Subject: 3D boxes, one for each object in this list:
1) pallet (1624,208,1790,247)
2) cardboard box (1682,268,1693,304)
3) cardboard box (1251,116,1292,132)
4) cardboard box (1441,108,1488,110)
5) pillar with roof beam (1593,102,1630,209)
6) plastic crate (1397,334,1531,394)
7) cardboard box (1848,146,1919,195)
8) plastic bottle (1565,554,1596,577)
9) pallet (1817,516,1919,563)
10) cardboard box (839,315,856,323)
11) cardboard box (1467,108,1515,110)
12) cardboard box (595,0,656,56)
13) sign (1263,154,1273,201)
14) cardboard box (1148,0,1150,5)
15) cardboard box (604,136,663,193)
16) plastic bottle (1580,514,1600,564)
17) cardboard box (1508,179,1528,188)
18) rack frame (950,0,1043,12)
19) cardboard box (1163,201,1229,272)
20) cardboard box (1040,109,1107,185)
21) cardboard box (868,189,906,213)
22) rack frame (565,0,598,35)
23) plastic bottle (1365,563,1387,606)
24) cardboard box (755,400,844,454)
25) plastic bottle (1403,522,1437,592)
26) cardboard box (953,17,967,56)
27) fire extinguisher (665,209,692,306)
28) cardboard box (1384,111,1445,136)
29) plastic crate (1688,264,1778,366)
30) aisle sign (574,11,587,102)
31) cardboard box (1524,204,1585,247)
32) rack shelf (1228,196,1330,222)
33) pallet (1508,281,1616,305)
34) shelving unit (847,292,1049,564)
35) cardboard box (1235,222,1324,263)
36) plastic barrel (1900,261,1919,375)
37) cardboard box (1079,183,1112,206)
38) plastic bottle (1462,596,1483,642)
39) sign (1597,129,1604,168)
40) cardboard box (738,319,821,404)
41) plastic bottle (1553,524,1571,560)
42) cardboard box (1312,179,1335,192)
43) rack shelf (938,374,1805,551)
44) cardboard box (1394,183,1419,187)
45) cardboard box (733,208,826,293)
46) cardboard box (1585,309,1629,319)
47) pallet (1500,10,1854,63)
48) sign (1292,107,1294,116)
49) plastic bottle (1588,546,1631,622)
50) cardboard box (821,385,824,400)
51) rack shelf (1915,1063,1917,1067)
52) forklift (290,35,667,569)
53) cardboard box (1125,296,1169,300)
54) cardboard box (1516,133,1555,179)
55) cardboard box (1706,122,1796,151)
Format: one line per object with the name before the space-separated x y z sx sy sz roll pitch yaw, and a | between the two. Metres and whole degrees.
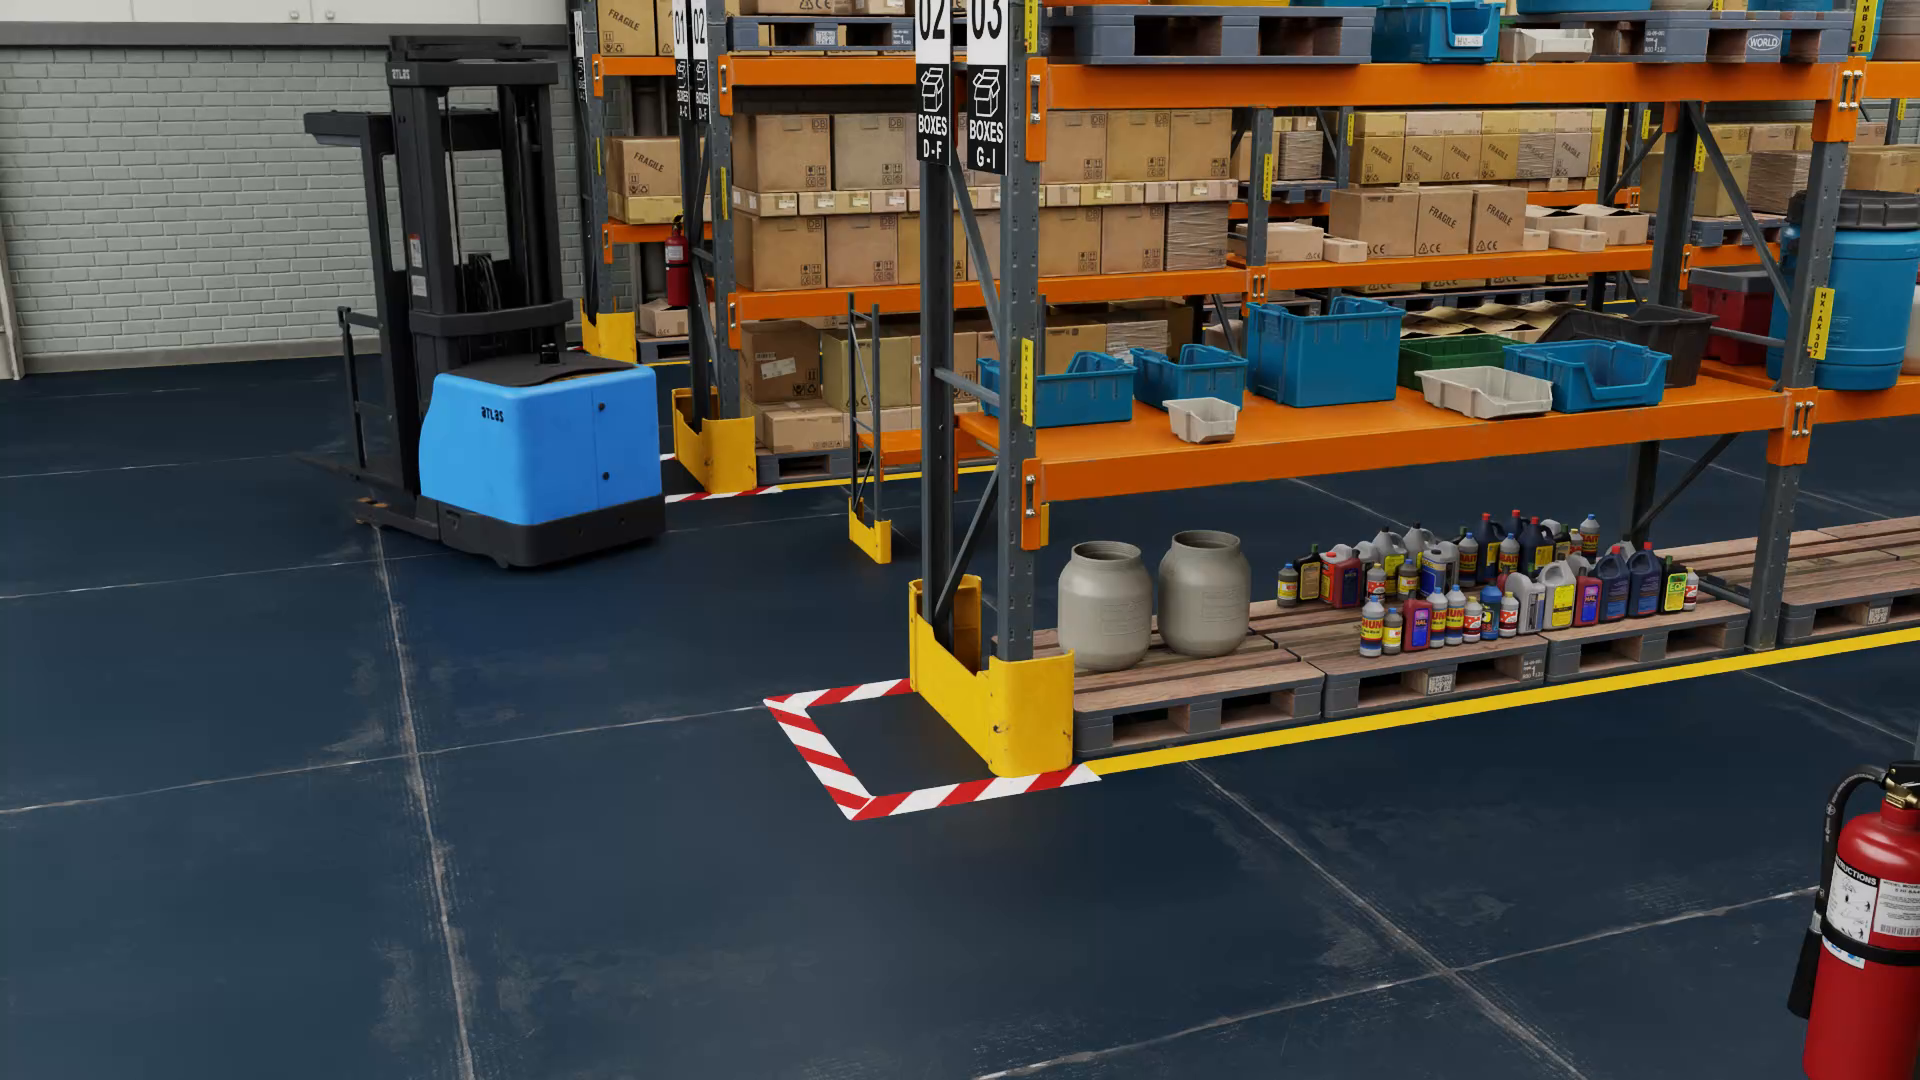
pallet | 6.371 -2.718 14.370 1.003 0.211 1.213 -6 17 -20
cardboard box | 6.604 -2.258 14.787 0.500 0.250 0.500 -5 17 -18
cardboard box | 3.381 -4.517 18.048 0.250 0.149 0.380 -9 19 -29
cardboard box | 5.759 -4.854 19.232 0.500 0.250 0.500 -7 18 -21
pillar with roof beam | 9.607 -6.473 16.171 0.400 9.000 9.100 -6 17 -20
plastic crate | 2.429 -0.852 8.052 0.662 0.188 0.450 -6 17 -20
cardboard box | 8.357 -3.301 15.093 0.500 0.500 0.700 -3 17 -11
plastic bottle | 3.043 0.203 8.136 0.135 0.276 0.152 -6 17 -20
pallet | 5.658 0.108 9.355 1.213 0.211 1.003 -6 17 -20
cardboard box | -1.248 -2.310 16.920 0.250 0.149 0.380 -8 18 -25
cardboard box | 6.247 -4.905 19.407 0.500 0.250 0.500 -7 18 -22
cardboard box | -3.081 -4.684 15.189 0.500 0.500 0.500 -6 17 -19
sign | 2.228 -2.627 12.045 0.005 0.325 0.100 -6 17 -20
cardboard box | 1.464 -4.094 12.222 0.500 0.500 0.500 -5 17 -16
cardboard box | -3.119 -3.620 16.003 0.500 0.500 0.500 -6 18 -21
plastic bottle | 3.343 -0.001 8.841 0.097 0.271 0.097 0 16 0
cardboard box | 6.306 -4.093 19.124 0.250 0.149 0.380 -7 18 -22
rack frame | 0.062 -3.491 6.017 0.127 3.000 1.000 -6 17 -20
cardboard box | 1.616 -2.321 12.502 0.500 0.500 0.700 -7 18 -22
cardboard box | 0.677 -2.842 11.974 0.500 0.500 0.700 -6 17 -20
cardboard box | -0.548 -2.336 11.400 0.250 0.149 0.380 -6 18 -21
rack frame | -3.483 -6.098 14.893 0.127 3.000 1.000 -6 17 -20
plastic bottle | 2.057 0.217 8.222 0.097 0.201 0.097 0 16 0
cardboard box | -1.127 -0.794 11.614 0.500 0.250 0.500 -6 17 -20
plastic bottle | 2.322 0.078 8.430 0.185 0.351 0.144 -6 18 -21
cardboard box | -0.133 -5.003 16.276 0.500 0.500 0.500 -6 17 -19
fire extinguisher | -1.983 -1.990 11.688 0.183 0.674 0.296 -6 17 -20
cardboard box | 5.005 -4.619 18.430 0.500 0.250 0.500 -6 18 -21
plastic crate | 4.140 -1.176 8.667 0.583 0.464 0.402 -6 17 -20
aisle sign | -3.443 -4.381 15.078 0.004 0.787 0.394 -6 17 -20
cardboard box | 4.859 -2.641 13.927 0.500 0.311 0.500 -6 18 -21
rack shelf | 2.120 -3.479 17.900 4.000 0.370 1.077 -6 17 -20
pallet | 7.029 -2.994 19.919 1.213 0.211 1.003 -6 17 -20
shelving unit | -0.071 -0.712 9.861 1.083 1.500 0.587 -6 17 -20
cardboard box | 2.472 -2.309 12.904 0.500 0.250 0.500 -5 17 -17
plastic barrel | 4.769 -1.120 8.348 0.433 0.535 0.433 0 16 0
cardboard box | 0.900 -2.493 11.936 0.250 0.149 0.380 -6 17 -20
plastic bottle | 2.373 0.363 7.724 0.097 0.201 0.097 0 16 0
sign | 5.560 -3.383 14.379 0.005 0.325 0.100 -6 17 -20
cardboard box | -1.313 -1.291 11.975 0.500 0.500 0.500 -6 17 -20
plastic bottle | 3.089 0.061 8.609 0.133 0.283 0.061 -6 17 -20
cardboard box | 4.200 -4.015 18.859 0.250 0.149 0.380 -6 17 -19
rack shelf | 1.930 -0.469 7.650 4.000 0.370 1.077 -6 17 -20
cardboard box | 4.895 -3.915 18.517 0.250 0.149 0.380 -6 17 -18
cardboard box | -1.266 -2.008 11.436 0.500 0.500 0.700 -6 17 -20
cardboard box | 5.362 -1.757 13.897 0.500 0.311 0.500 -6 17 -19
pallet | 3.158 -2.266 7.504 1.003 0.211 1.213 -6 17 -20
sign | 3.786 -4.727 18.818 0.005 0.325 0.100 -6 17 -20
plastic bottle | 3.120 0.204 8.001 0.185 0.351 0.144 -7 18 -23
cardboard box | -0.849 -0.984 12.261 0.500 0.250 0.500 -6 17 -20
rack shelf | 3.702 0.834 3.212 4.000 0.370 1.077 -6 17 -20
forklift | -3.207 -1.567 10.234 3.031 2.935 1.130 14 21 40
cardboard box | 1.889 -2.819 18.031 0.500 0.500 0.700 -6 17 -19
cardboard box | 6.437 -4.414 19.066 0.500 0.500 0.500 -6 17 -20
cardboard box | 9.594 -4.772 20.492 0.700 0.700 0.980 -7 18 -23
